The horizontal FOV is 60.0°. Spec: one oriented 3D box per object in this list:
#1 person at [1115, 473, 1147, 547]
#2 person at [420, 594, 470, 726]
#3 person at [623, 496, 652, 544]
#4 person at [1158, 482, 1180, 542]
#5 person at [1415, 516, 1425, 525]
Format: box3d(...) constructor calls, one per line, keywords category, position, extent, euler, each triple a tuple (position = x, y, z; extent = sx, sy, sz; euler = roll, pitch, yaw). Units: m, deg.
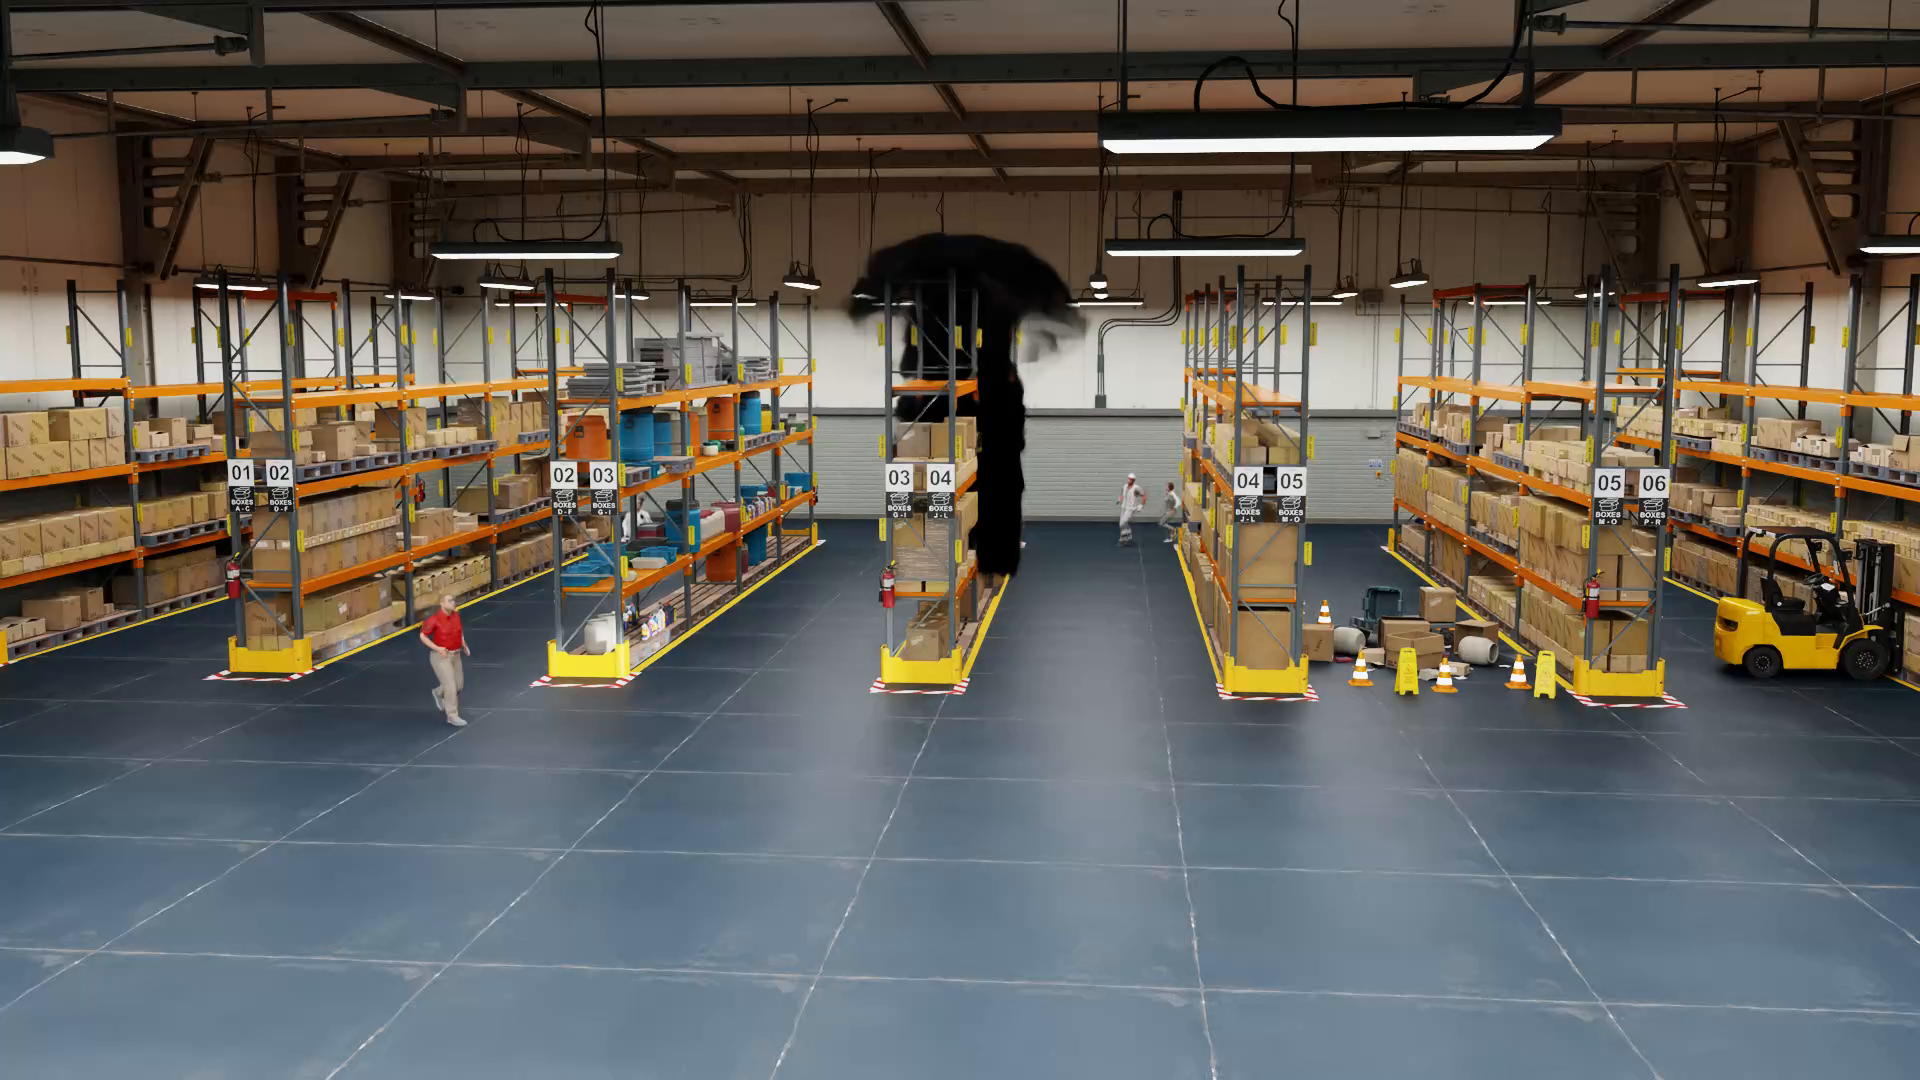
box3d(category="person", position=(4.066, -0.710, 39.910), extent=(0.695, 1.794, 0.722), euler=(-6, 9, -39))
box3d(category="person", position=(-6.735, 1.548, 21.667), extent=(0.740, 1.710, 0.663), euler=(4, 8, 30))
box3d(category="person", position=(-6.242, -0.011, 32.099), extent=(0.607, 1.679, 0.561), euler=(0, 7, -1))
box3d(category="person", position=(5.120, -0.662, 40.716), extent=(0.482, 1.502, 0.646), euler=(-2, 7, -13))
box3d(category="person", position=(11.209, -0.695, 40.240), extent=(0.823, 1.642, 0.609), euler=(5, 9, 38))
